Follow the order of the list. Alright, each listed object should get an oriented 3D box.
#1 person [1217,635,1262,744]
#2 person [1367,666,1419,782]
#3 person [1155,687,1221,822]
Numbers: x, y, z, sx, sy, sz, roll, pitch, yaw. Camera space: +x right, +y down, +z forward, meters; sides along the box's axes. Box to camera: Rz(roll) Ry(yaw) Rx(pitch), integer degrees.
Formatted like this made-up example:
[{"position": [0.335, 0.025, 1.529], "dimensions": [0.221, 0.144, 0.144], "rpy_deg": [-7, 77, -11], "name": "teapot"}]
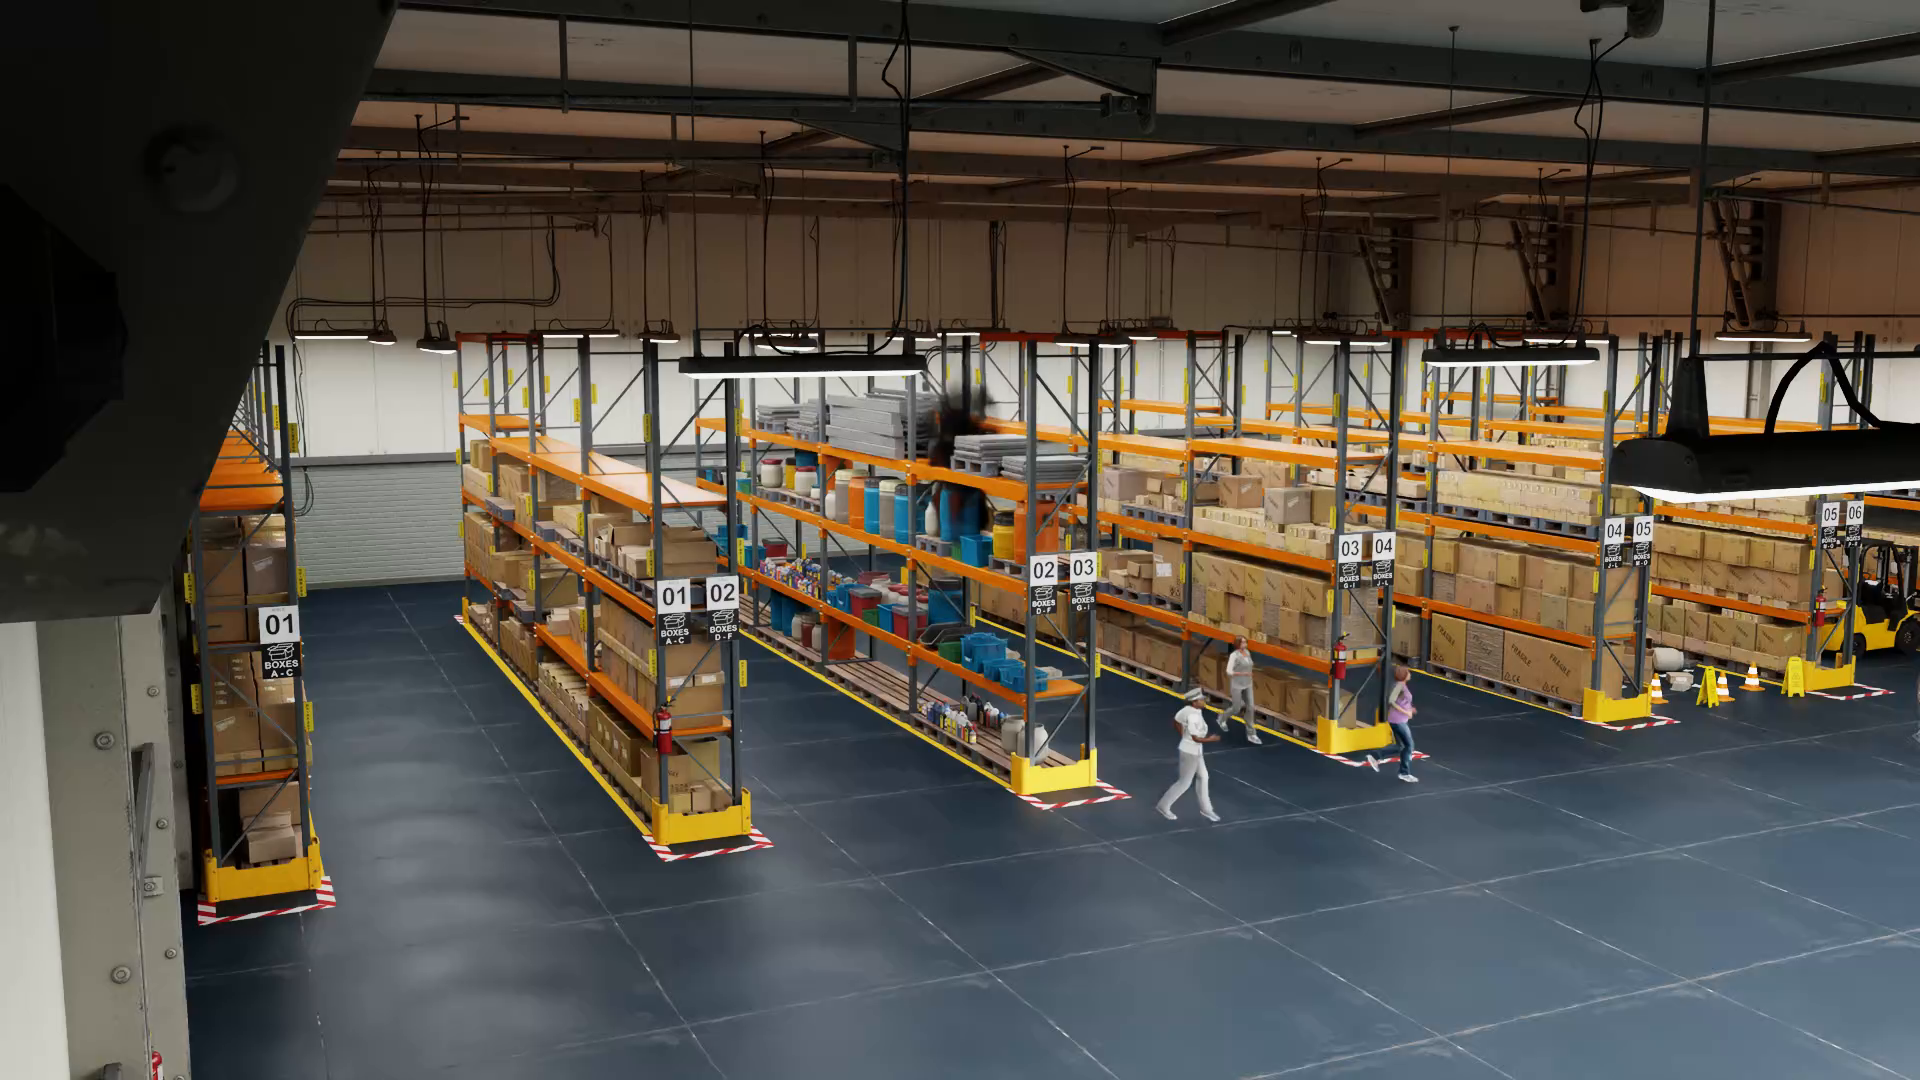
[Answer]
[{"position": [4.177, 2.192, 24.734], "dimensions": [0.540, 1.580, 0.874], "rpy_deg": [-5, 9, -33], "name": "person"}, {"position": [5.974, 2.508, 22.869], "dimensions": [0.709, 1.570, 0.582], "rpy_deg": [2, 8, 18], "name": "person"}, {"position": [2.871, 2.694, 20.807], "dimensions": [0.833, 1.745, 0.589], "rpy_deg": [1, 8, 5], "name": "person"}]
